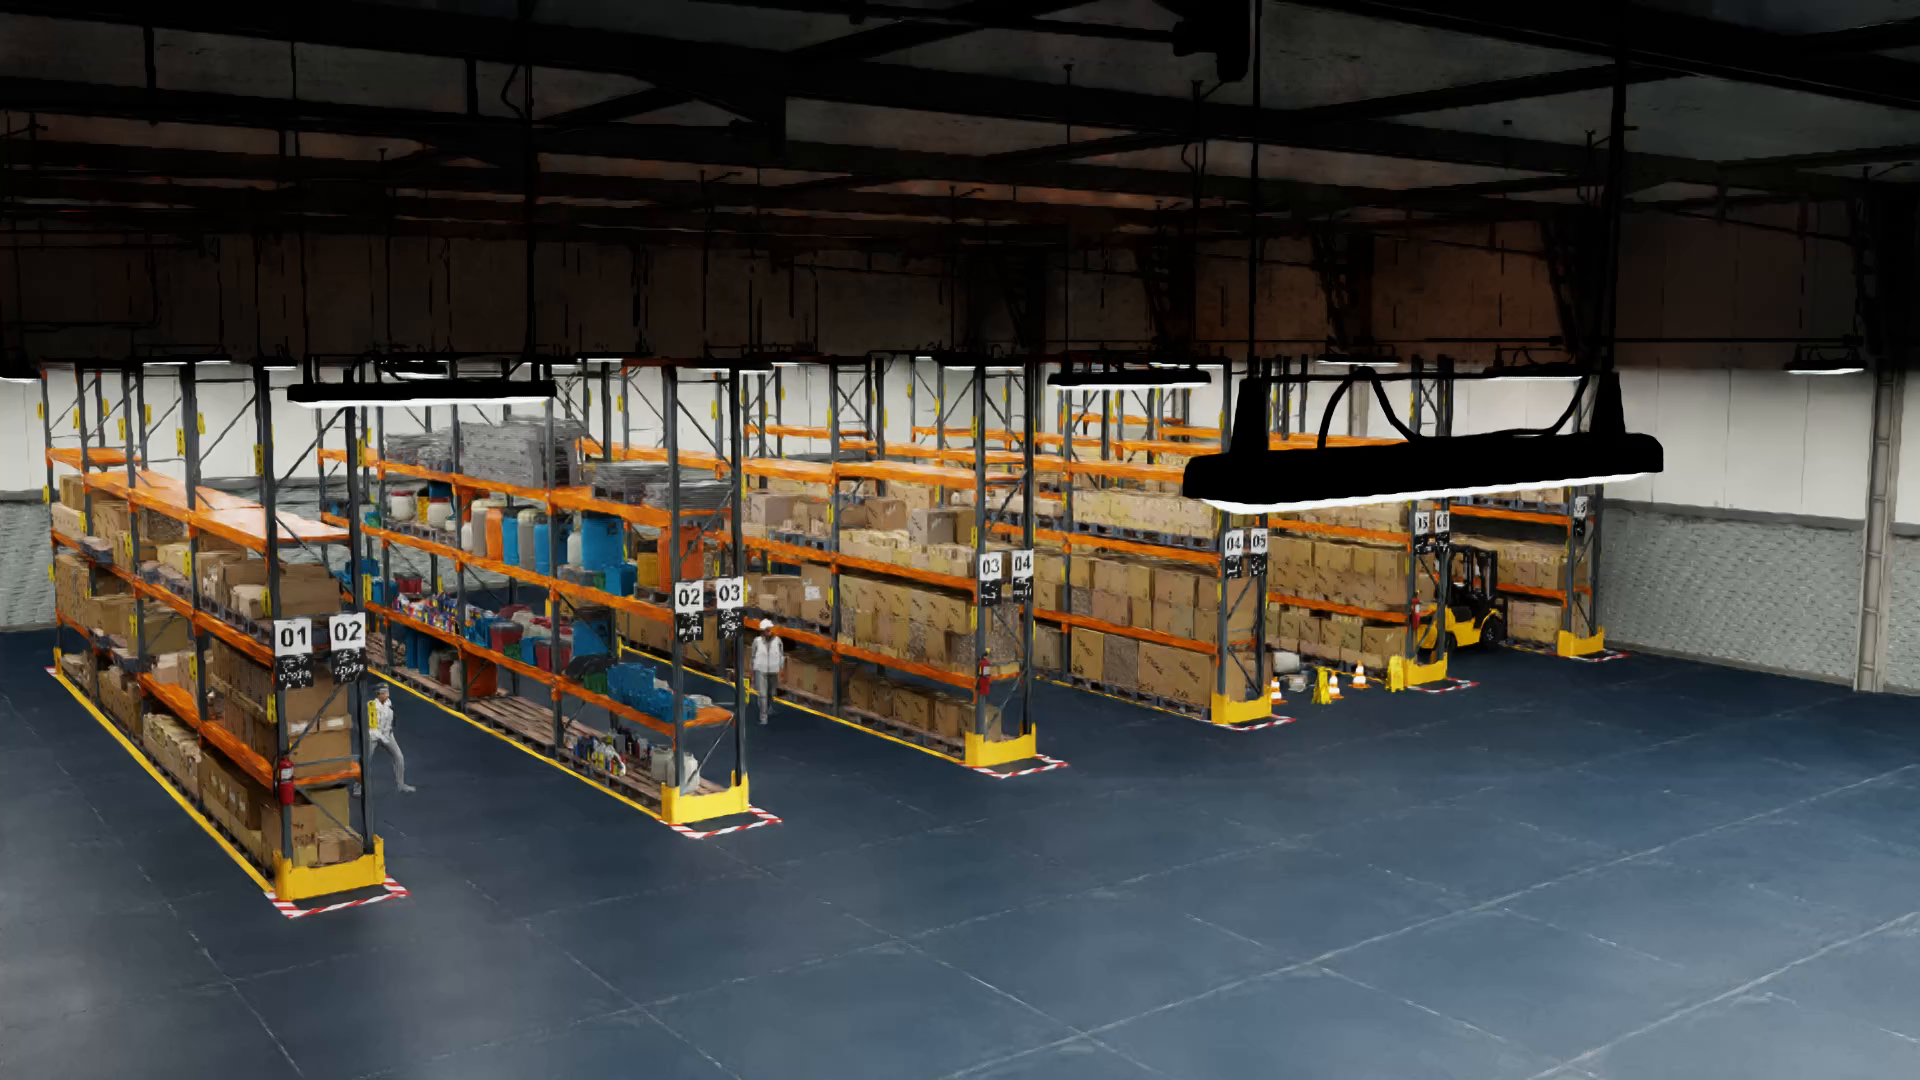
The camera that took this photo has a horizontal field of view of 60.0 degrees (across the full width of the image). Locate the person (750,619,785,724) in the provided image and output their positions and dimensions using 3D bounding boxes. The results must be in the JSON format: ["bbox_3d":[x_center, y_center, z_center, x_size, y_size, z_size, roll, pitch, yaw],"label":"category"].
[{"bbox_3d":[-3.205,2.154,27.690,0.558,1.736,0.925,-3,7,-20],"label":"person"}]

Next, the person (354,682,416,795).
[{"bbox_3d":[-8.099,2.751,23.177,0.794,1.608,0.643,5,8,36],"label":"person"}]

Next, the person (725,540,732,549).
[{"bbox_3d":[-5.850,0.520,41.908,0.474,1.587,0.500,0,7,2],"label":"person"}]
